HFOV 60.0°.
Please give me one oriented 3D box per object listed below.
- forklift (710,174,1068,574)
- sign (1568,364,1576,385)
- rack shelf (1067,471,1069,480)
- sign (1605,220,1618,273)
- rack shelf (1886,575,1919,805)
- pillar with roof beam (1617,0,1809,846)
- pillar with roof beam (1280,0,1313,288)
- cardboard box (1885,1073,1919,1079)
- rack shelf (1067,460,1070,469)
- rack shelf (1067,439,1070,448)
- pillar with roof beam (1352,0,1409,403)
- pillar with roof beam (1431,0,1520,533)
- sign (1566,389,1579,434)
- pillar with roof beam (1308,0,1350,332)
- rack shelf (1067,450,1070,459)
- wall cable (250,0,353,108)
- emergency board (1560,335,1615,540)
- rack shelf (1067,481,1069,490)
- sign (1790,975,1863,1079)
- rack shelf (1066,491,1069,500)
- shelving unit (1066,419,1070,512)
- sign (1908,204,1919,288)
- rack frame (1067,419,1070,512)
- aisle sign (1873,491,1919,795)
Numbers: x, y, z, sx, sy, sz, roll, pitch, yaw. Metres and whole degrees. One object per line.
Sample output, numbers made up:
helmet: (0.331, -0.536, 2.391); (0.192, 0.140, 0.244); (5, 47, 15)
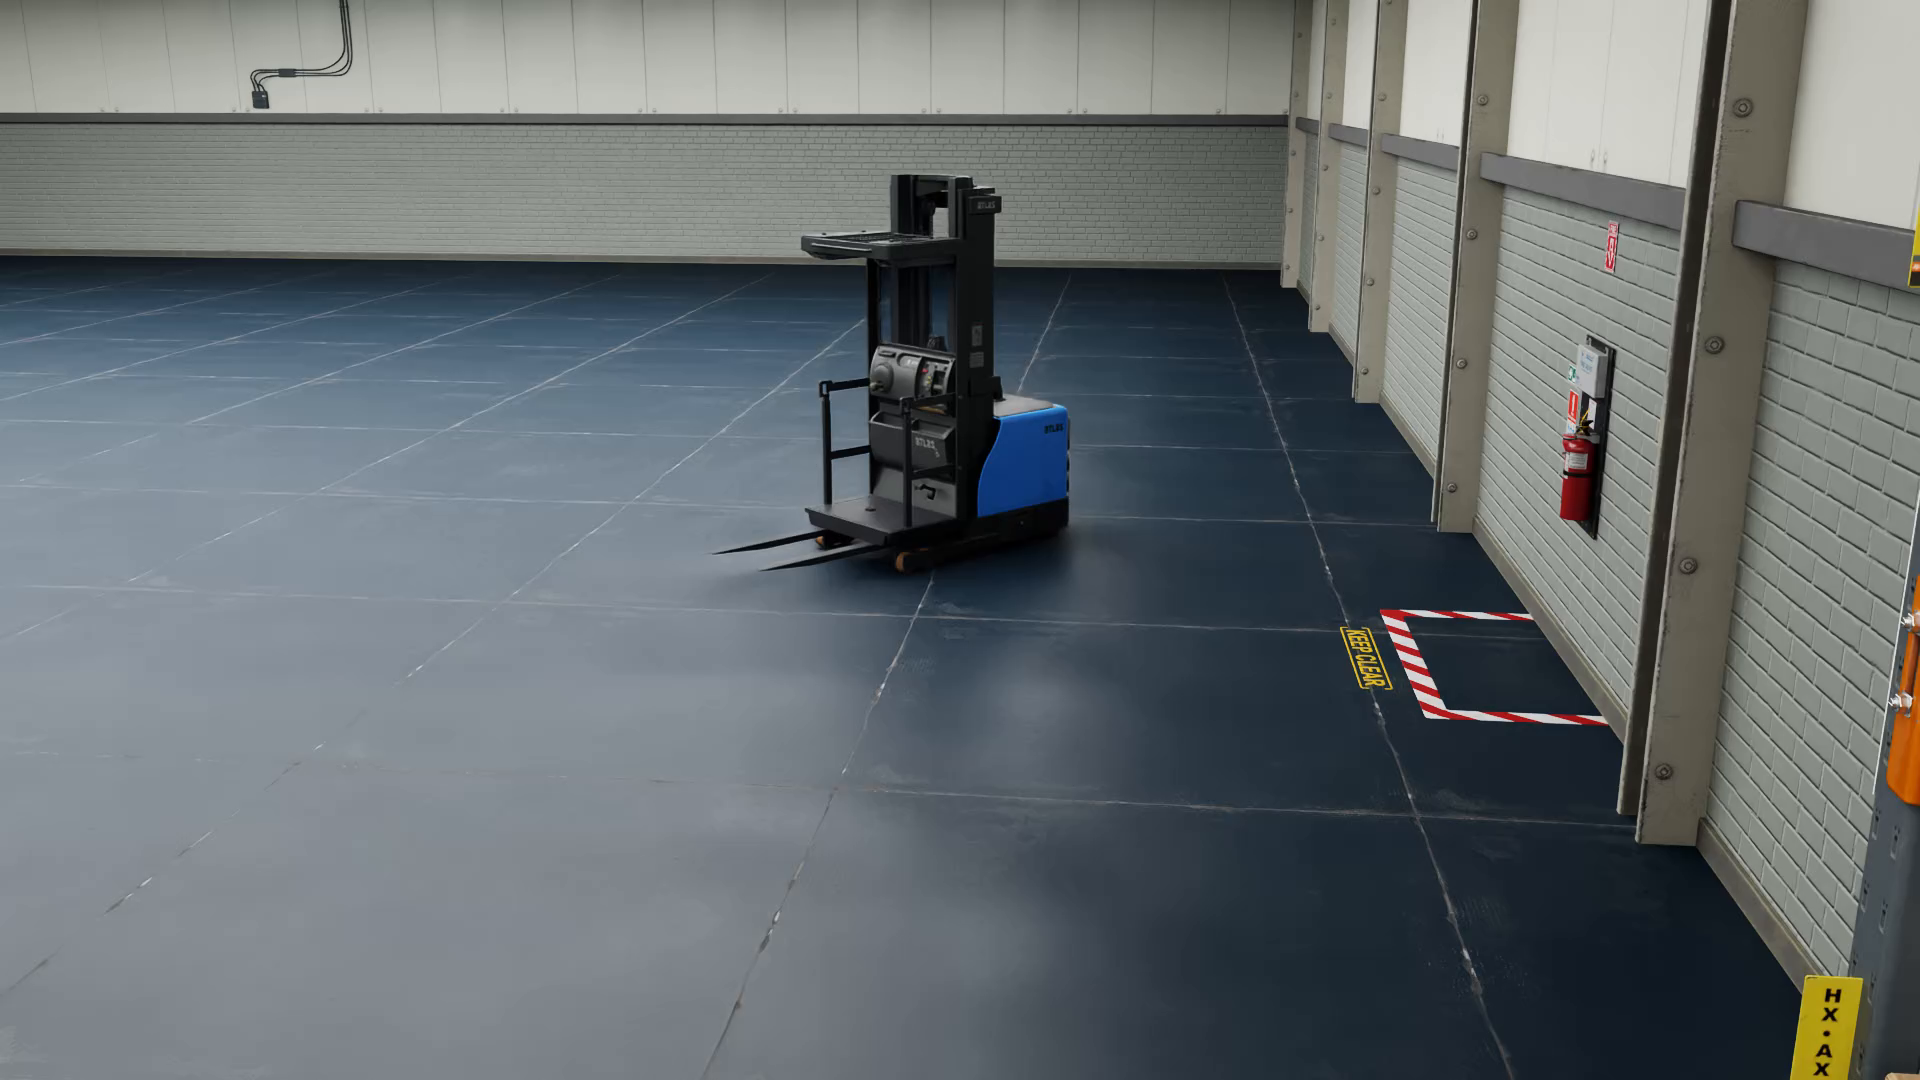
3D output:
forklift: (-0.533, -1.311, 12.894); (3.031, 2.935, 1.130); (-13, 20, -40)
sign: (3.974, -1.059, 10.750); (0.001, 0.109, 0.331); (2, 15, 6)
rack shelf: (0.768, -0.555, 14.119); (0.200, 0.077, 0.258); (-13, 20, -40)
sign: (3.919, -1.765, 10.002); (0.001, 0.298, 0.199); (2, 15, 6)
rack shelf: (1.819, 0.760, 0.736); (1.077, 0.370, 4.000); (2, 15, 6)
pillar with roof beam: (-0.775, -3.030, 7.627); (9.100, 9.000, 0.400); (2, 15, 6)
pillar with roof beam: (1.933, -9.254, 30.647); (9.100, 9.000, 0.400); (2, 15, 6)
cardboard box: (1.692, 1.158, 2.446); (0.500, 0.500, 0.500); (2, 15, 6)
rack shelf: (0.768, -0.642, 14.096); (0.200, 0.077, 0.258); (-13, 20, -40)
rack shelf: (0.768, -0.816, 14.049); (0.200, 0.077, 0.258); (-13, 20, -40)
pillar with roof beam: (0.579, -6.142, 19.137); (9.100, 9.000, 0.400); (2, 15, 6)
pillar with roof beam: (-0.098, -4.586, 13.382); (9.100, 9.000, 0.400); (2, 15, 6)
sign: (3.984, -0.804, 10.822); (0.001, 0.329, 0.234); (2, 15, 6)
pillar with roof beam: (1.256, -7.698, 24.892); (9.100, 9.000, 0.400); (2, 15, 6)
rack shelf: (0.768, -0.729, 14.072); (0.200, 0.077, 0.258); (-13, 20, -40)
wall cable: (-14.011, -12.139, 34.798); (2.305, 6.003, 0.169); (2, 15, 6)
emergency board: (3.819, -0.647, 10.308); (0.194, 1.169, 0.643); (2, 15, 6)
rack shelf: (0.768, -0.468, 14.142); (0.200, 0.077, 0.258); (-13, 20, -40)
sign: (1.505, 0.908, 2.898); (0.100, 0.325, 0.005); (2, 15, 6)
rack shelf: (0.768, -0.381, 14.166); (0.200, 0.077, 0.258); (-13, 20, -40)
shelving unit: (0.768, -0.587, 14.110); (0.210, 0.900, 0.258); (-13, 20, -40)
sign: (1.505, -0.544, 2.506); (0.100, 0.325, 0.005); (2, 15, 6)
rack frame: (0.843, -0.605, 14.176); (0.006, 0.900, 0.240); (-13, 20, -40)
aisle sign: (1.755, 0.060, 2.715); (0.394, 0.787, 0.004); (2, 15, 6)
